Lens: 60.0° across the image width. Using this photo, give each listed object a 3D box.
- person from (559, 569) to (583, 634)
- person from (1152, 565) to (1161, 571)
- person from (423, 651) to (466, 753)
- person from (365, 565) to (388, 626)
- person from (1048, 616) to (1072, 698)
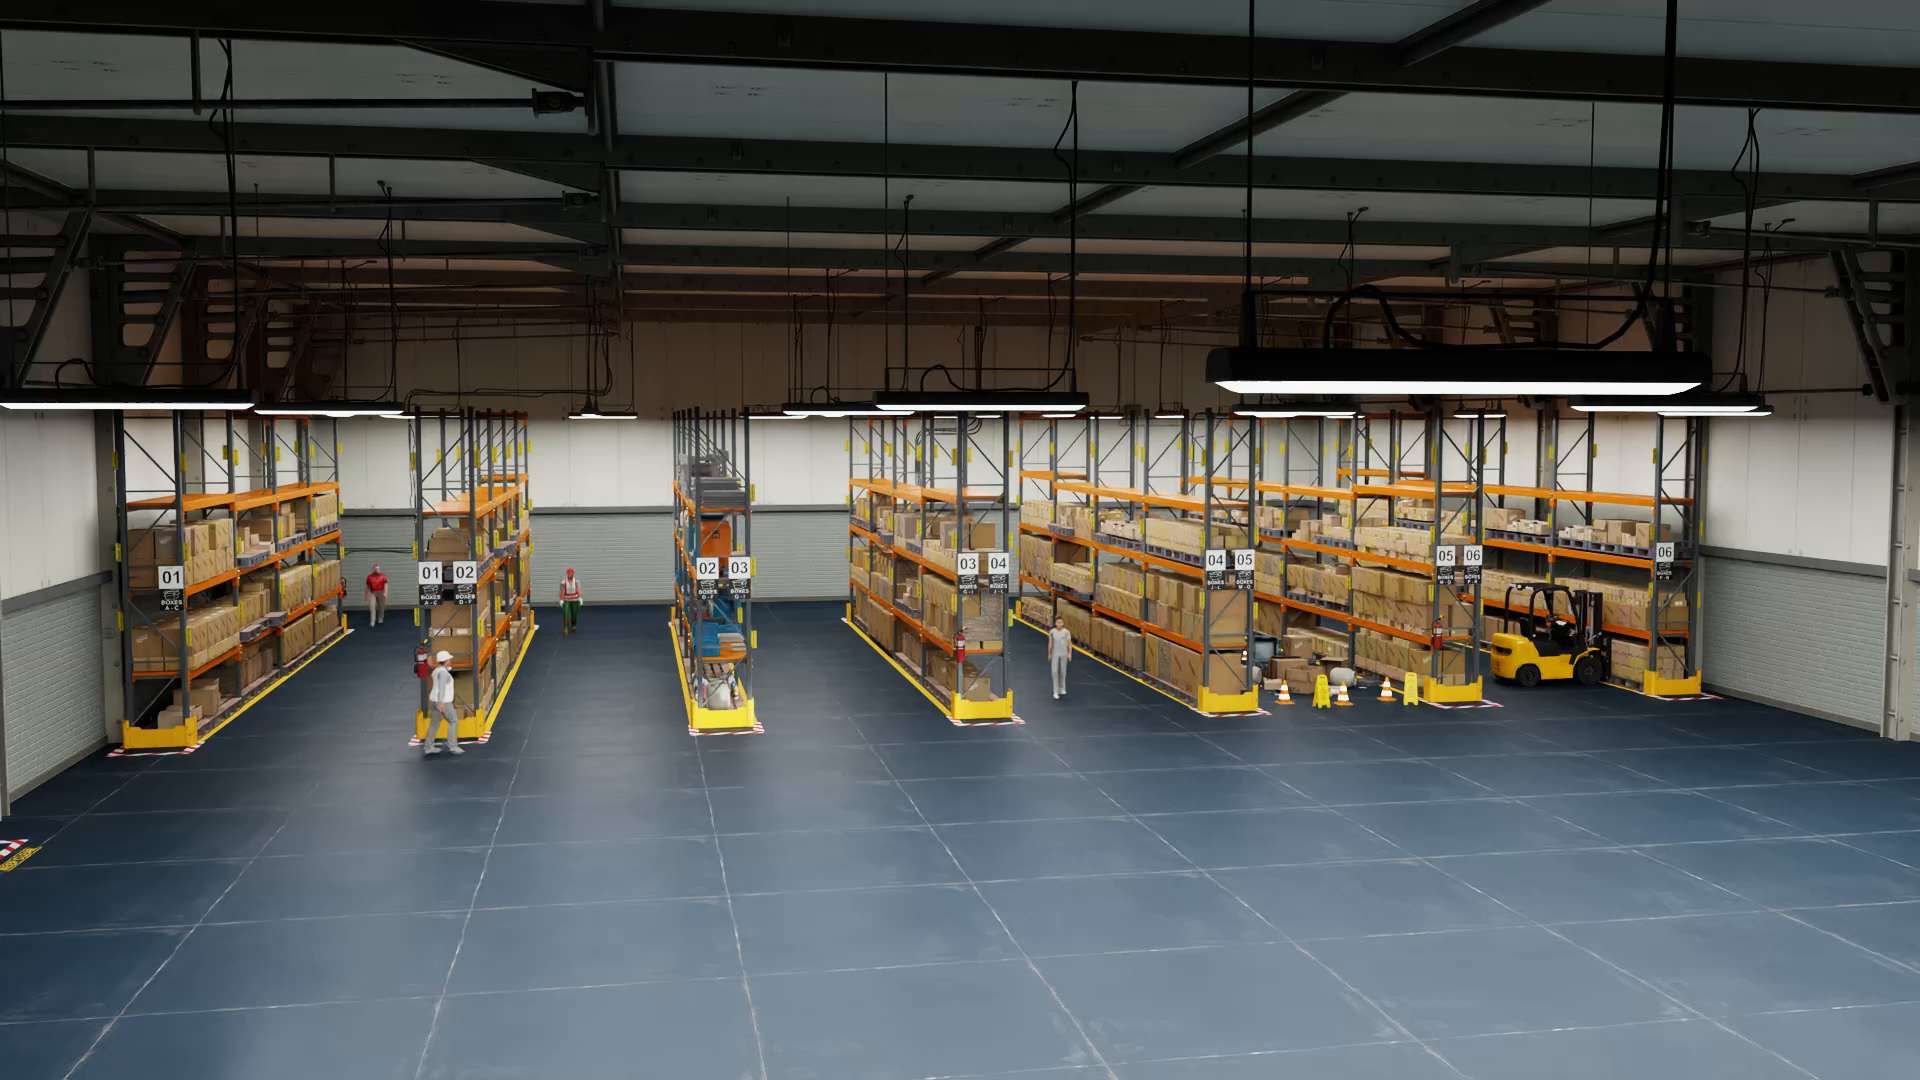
[{"bbox_3d":[-10.515,1.629,44.972,0.605,1.715,1.070,-1,4,-15],"label":"person"},{"bbox_3d":[5.694,1.512,47.771,0.800,1.627,0.550,1,4,20],"label":"person"},{"bbox_3d":[-8.961,2.815,28.716,0.676,1.799,0.558,-4,6,-43],"label":"person"},{"bbox_3d":[-16.390,1.542,46.694,0.613,1.660,1.045,-2,4,-21],"label":"person"},{"bbox_3d":[2.084,2.430,34.696,0.501,1.698,0.619,0,4,6],"label":"person"}]
